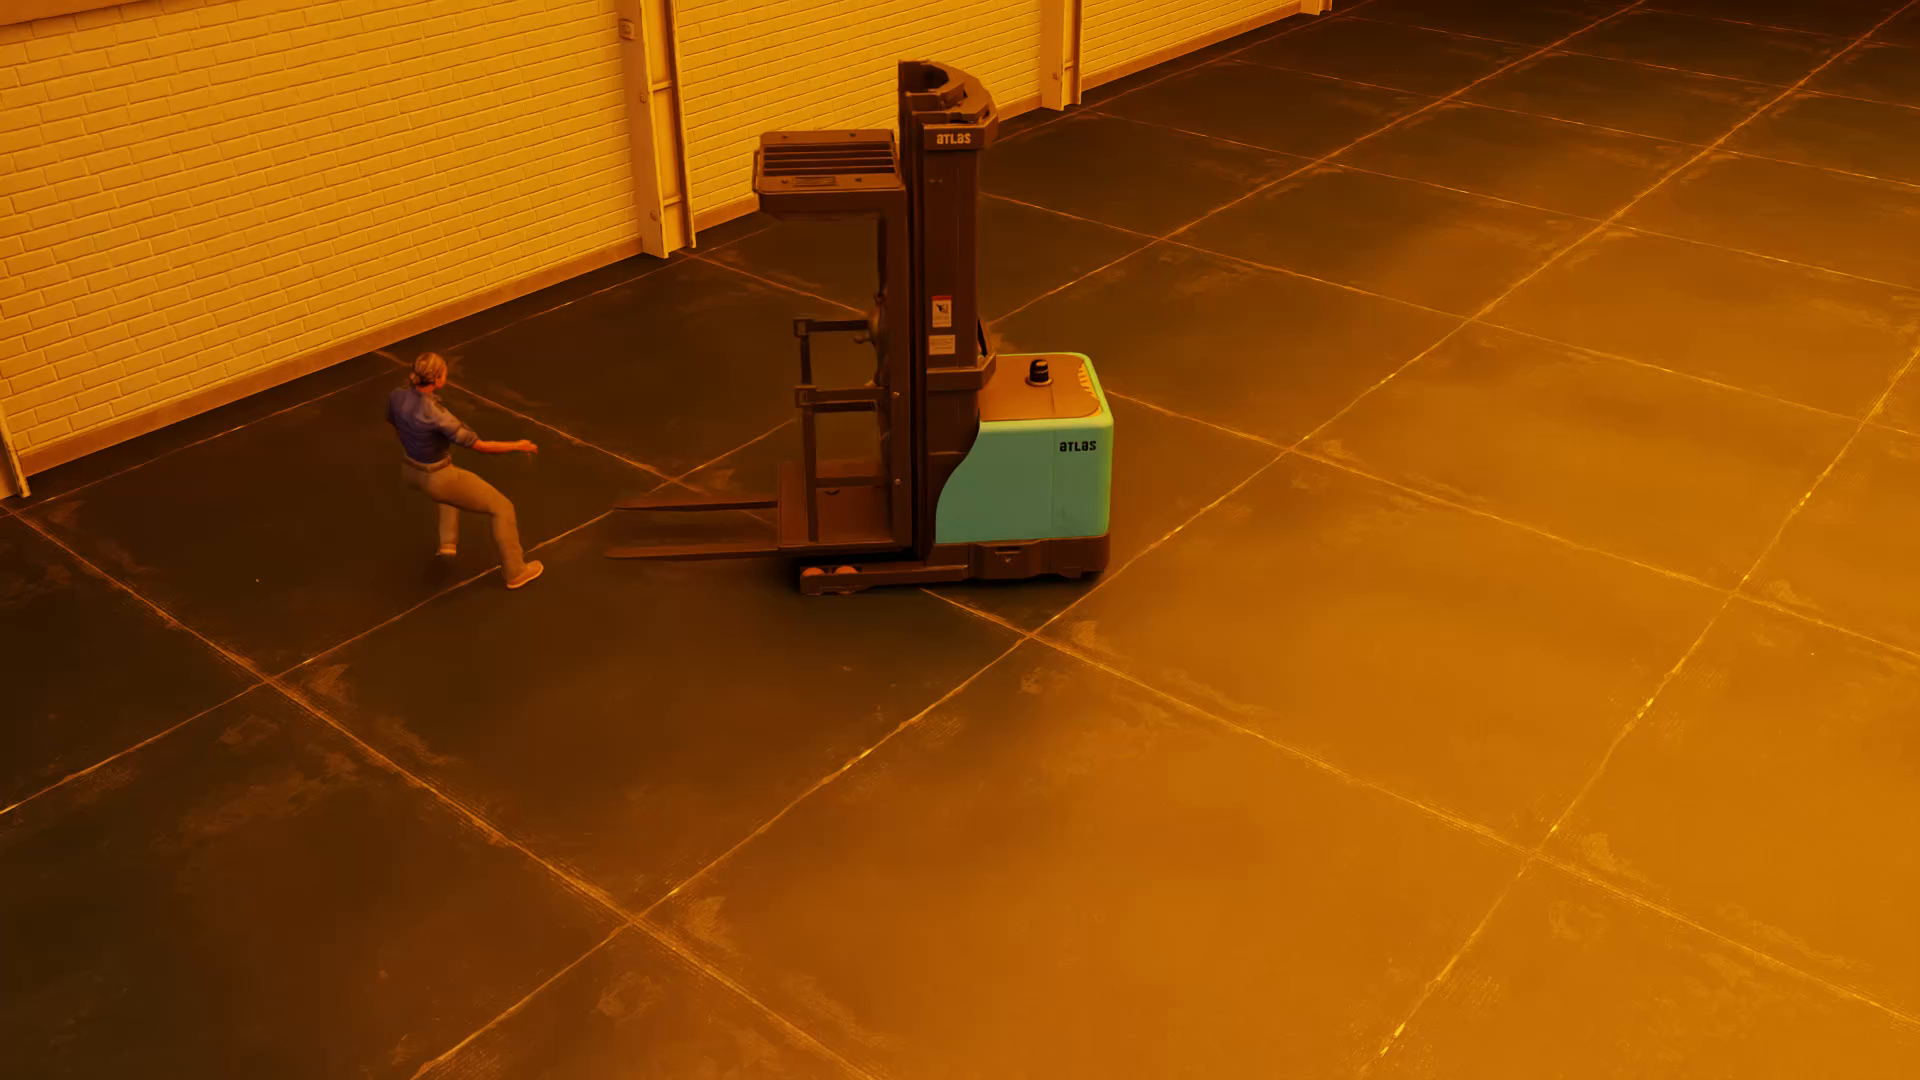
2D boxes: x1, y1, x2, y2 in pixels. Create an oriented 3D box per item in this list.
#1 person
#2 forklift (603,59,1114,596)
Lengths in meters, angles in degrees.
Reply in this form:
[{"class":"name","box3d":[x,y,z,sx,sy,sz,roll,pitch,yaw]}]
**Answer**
[{"class":"person","box3d":[-2.951,-0.471,9.813,0.780,1.503,0.640,18,35,28]},{"class":"forklift","box3d":[-0.643,-1.210,9.666,3.031,2.935,1.130,-3,30,-5]}]
